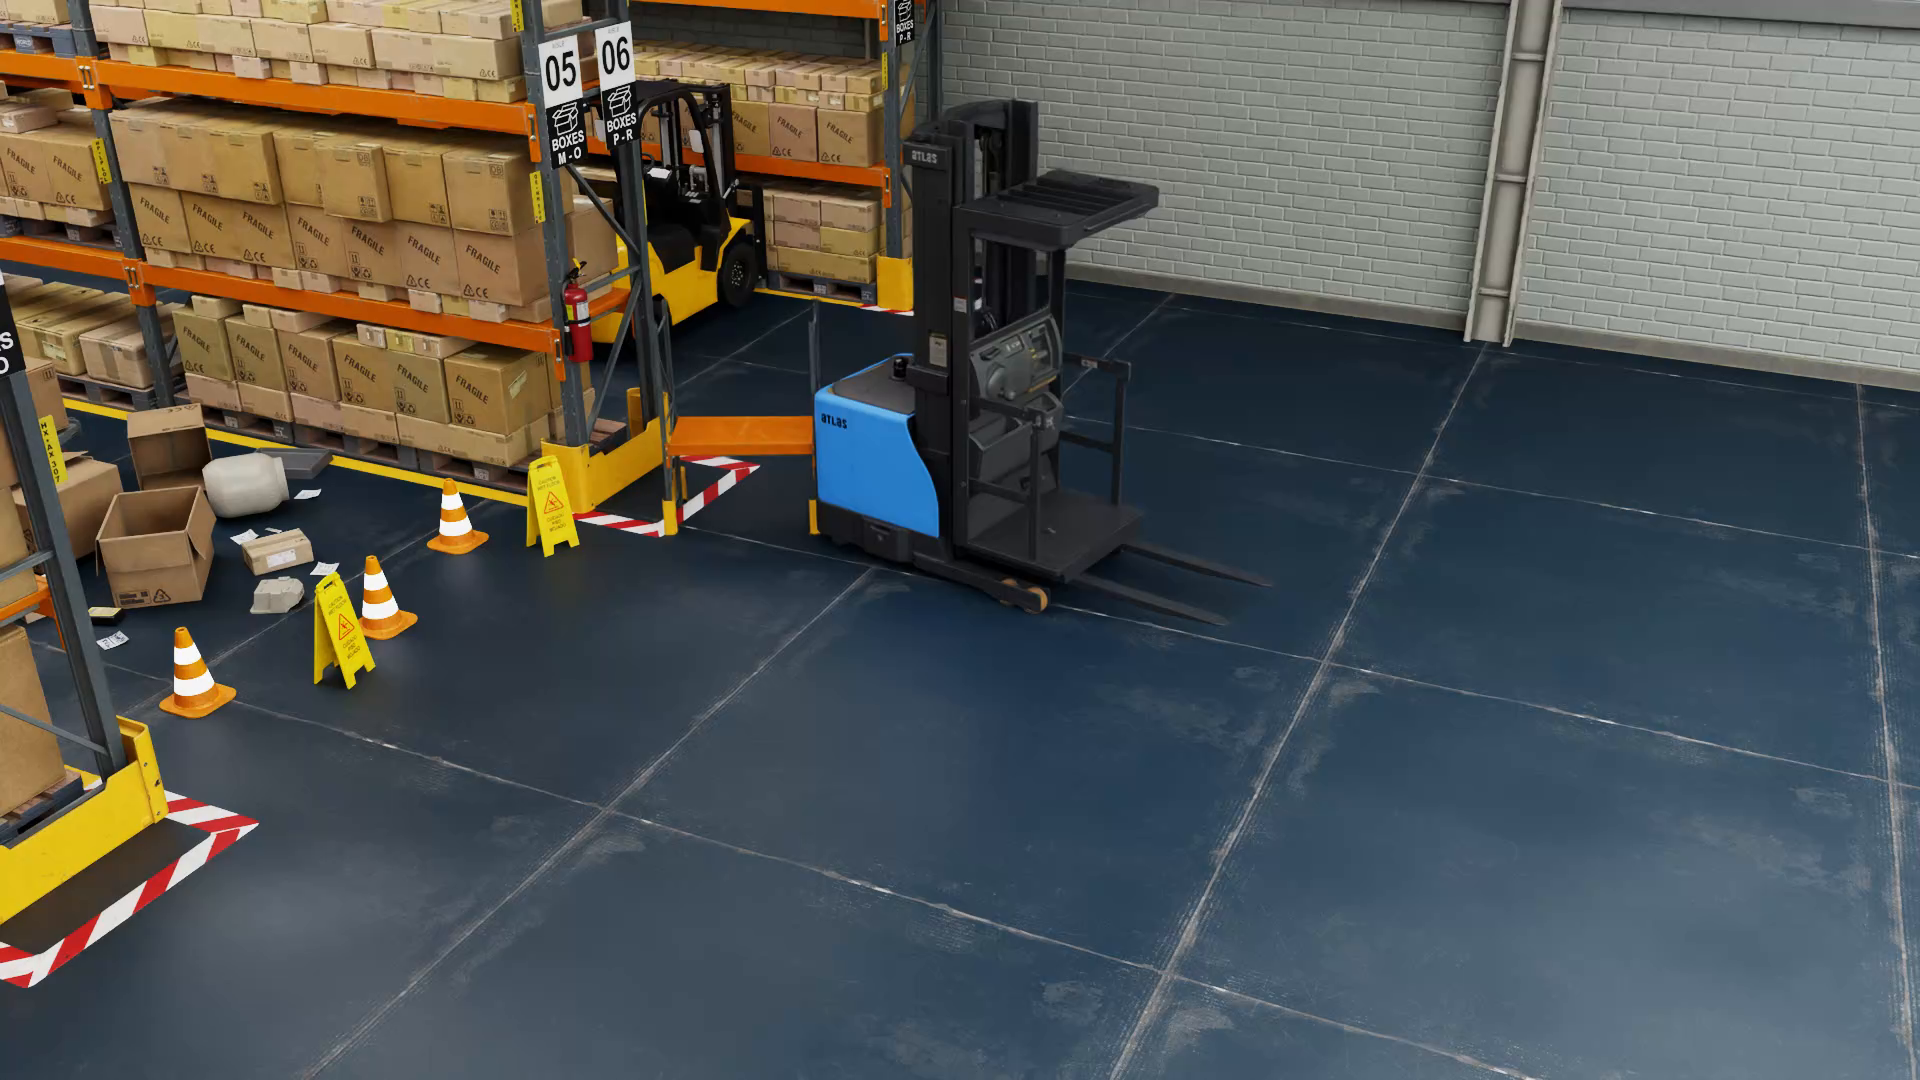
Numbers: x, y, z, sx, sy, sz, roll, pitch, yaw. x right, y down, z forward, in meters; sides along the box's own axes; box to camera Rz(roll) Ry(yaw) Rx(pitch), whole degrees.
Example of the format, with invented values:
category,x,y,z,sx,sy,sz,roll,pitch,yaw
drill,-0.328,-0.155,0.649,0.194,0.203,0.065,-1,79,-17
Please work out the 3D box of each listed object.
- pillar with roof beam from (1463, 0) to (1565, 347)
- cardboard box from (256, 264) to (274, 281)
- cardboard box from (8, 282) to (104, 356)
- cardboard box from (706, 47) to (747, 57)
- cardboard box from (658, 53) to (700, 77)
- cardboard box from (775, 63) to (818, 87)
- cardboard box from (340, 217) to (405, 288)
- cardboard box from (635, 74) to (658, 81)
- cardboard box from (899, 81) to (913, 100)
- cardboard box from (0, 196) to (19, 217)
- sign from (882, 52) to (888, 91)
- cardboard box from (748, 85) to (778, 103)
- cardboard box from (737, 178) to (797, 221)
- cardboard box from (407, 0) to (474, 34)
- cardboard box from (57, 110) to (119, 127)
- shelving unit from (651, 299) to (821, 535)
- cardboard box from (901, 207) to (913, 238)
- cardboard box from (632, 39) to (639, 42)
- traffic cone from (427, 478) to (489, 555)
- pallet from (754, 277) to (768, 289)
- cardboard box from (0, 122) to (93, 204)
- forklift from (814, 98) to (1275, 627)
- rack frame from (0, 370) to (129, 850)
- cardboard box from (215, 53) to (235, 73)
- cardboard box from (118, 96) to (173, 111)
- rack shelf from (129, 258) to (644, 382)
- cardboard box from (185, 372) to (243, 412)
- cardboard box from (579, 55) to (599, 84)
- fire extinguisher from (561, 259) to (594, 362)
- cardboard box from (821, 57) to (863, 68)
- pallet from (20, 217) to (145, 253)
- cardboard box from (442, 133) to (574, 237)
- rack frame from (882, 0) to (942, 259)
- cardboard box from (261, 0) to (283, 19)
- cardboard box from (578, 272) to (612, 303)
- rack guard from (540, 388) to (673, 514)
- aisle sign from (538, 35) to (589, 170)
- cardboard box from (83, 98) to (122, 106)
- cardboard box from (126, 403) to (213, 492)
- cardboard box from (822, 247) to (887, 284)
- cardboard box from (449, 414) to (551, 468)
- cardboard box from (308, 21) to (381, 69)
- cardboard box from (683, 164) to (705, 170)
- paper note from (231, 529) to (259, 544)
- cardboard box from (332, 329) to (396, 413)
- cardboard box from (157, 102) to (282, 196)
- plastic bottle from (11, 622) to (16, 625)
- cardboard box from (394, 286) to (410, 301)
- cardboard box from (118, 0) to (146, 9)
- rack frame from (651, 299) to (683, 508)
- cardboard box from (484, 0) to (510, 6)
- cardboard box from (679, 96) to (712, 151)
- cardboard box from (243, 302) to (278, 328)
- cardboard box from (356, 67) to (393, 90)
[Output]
category,x,y,z,sx,sy,sz,roll,pitch,yaw
pillar with roof beam,2.988,-4.123,9.506,0.400,9.000,9.100,11,28,22
cardboard box,-4.997,-2.048,12.369,0.250,0.149,0.380,11,28,22
cardboard box,-7.892,-1.866,14.212,0.625,0.372,0.950,12,29,23
cardboard box,-2.287,-4.728,16.342,0.250,0.149,0.380,12,29,23
cardboard box,-2.699,-4.589,16.061,0.250,0.149,0.380,11,28,22
cardboard box,-1.527,-4.365,15.605,0.250,0.149,0.380,12,28,22
cardboard box,-3.998,-2.126,11.793,0.500,0.500,0.500,11,28,22
cardboard box,-2.974,-4.466,16.148,0.250,0.149,0.380,11,28,21
cardboard box,-0.633,-4.272,15.753,0.250,0.149,0.380,11,28,21
cardboard box,-7.422,-2.697,13.210,0.250,0.149,0.380,12,29,22
sign,-0.668,-4.180,14.835,0.005,0.325,0.100,11,28,22
cardboard box,-1.802,-4.243,15.694,0.250,0.149,0.380,10,28,20
cardboard box,-1.910,-3.311,16.155,0.500,0.250,0.500,12,29,22
cardboard box,-3.371,-3.409,10.834,0.250,0.149,0.380,11,28,21
cardboard box,-6.888,-3.164,13.424,0.500,0.500,0.500,11,28,22
shelving unit,-1.490,-0.844,11.336,1.083,1.500,0.587,0,26,-1
cardboard box,-0.773,-3.118,16.329,0.500,0.250,0.500,12,29,23
cardboard box,-3.445,-4.971,16.836,0.250,0.149,0.380,11,28,20
traffic cone,-3.408,-0.195,11.192,0.334,0.463,0.336,11,28,22
pallet,-2.251,-2.865,16.901,1.213,0.211,1.003,11,28,22
cardboard box,-7.091,-2.954,12.998,0.500,0.500,0.500,12,28,22
forklift,0.525,-1.118,10.272,3.031,2.935,1.130,18,31,31
rack frame,-4.439,0.236,7.445,0.127,3.000,1.000,11,28,22
cardboard box,-5.005,-3.396,11.709,0.250,0.149,0.380,10,28,20
cardboard box,-6.405,-3.391,13.151,0.250,0.149,0.380,11,28,22
rack shelf,-4.303,-1.816,12.427,4.000,0.370,1.077,11,28,22
cardboard box,-5.698,-1.243,13.086,0.500,0.250,0.500,10,28,19
cardboard box,-2.650,-3.198,11.307,0.250,0.149,0.380,11,28,22
fire extinguisher,-2.569,-1.532,11.124,0.183,0.674,0.296,11,28,22
cardboard box,-1.119,-4.490,15.860,0.250,0.149,0.380,12,29,23
pallet,-6.759,-2.617,13.456,1.213,0.211,1.003,11,28,22
cardboard box,-3.038,-2.406,11.228,0.500,0.500,0.700,11,28,21
rack frame,-0.431,-3.770,15.581,0.127,3.000,1.000,11,28,22
cardboard box,-4.523,-3.656,11.334,0.250,0.149,0.380,12,29,23
cardboard box,-2.706,-1.806,11.876,0.250,0.149,0.380,11,28,22
rack guard,-2.552,-0.666,12.106,0.348,0.500,1.175,11,28,22
aisle sign,-2.546,-2.812,10.691,0.004,0.787,0.394,11,28,22
cardboard box,-10.434,-5.283,20.275,0.250,0.149,0.380,12,29,22
cardboard box,-5.711,-0.641,12.053,0.500,0.500,0.500,-12,29,-23
cardboard box,-0.990,-2.683,16.012,0.500,0.250,0.500,12,28,22
cardboard box,-3.351,-0.772,12.130,0.500,0.250,0.500,11,28,22
cardboard box,-3.991,-3.356,11.177,0.500,0.250,0.500,12,29,23
cardboard box,-2.622,-3.708,16.960,0.500,0.250,0.500,12,28,22
paper note,-4.878,-0.024,11.347,0.142,0.019,0.148,23,35,39
cardboard box,-4.253,-1.295,12.343,0.500,0.500,0.500,11,28,21
cardboard box,-5.357,-2.862,12.154,0.500,0.500,0.700,12,28,22
plastic bottle,-5.853,0.579,10.074,0.133,0.061,0.283,2,26,4
cardboard box,-3.834,-1.838,11.942,0.250,0.149,0.380,12,29,23
cardboard box,-5.723,-3.871,11.772,0.250,0.149,0.380,12,29,23
rack frame,-1.990,-0.840,11.327,0.032,1.500,0.500,0,26,-1
cardboard box,-2.957,-3.551,11.122,0.250,0.149,0.380,11,28,22
cardboard box,-2.385,-4.079,16.095,0.500,0.500,0.500,12,28,22
cardboard box,-5.141,-1.730,12.492,0.250,0.149,0.380,13,29,24
cardboard box,-3.840,-3.153,11.217,0.250,0.149,0.380,11,28,21
